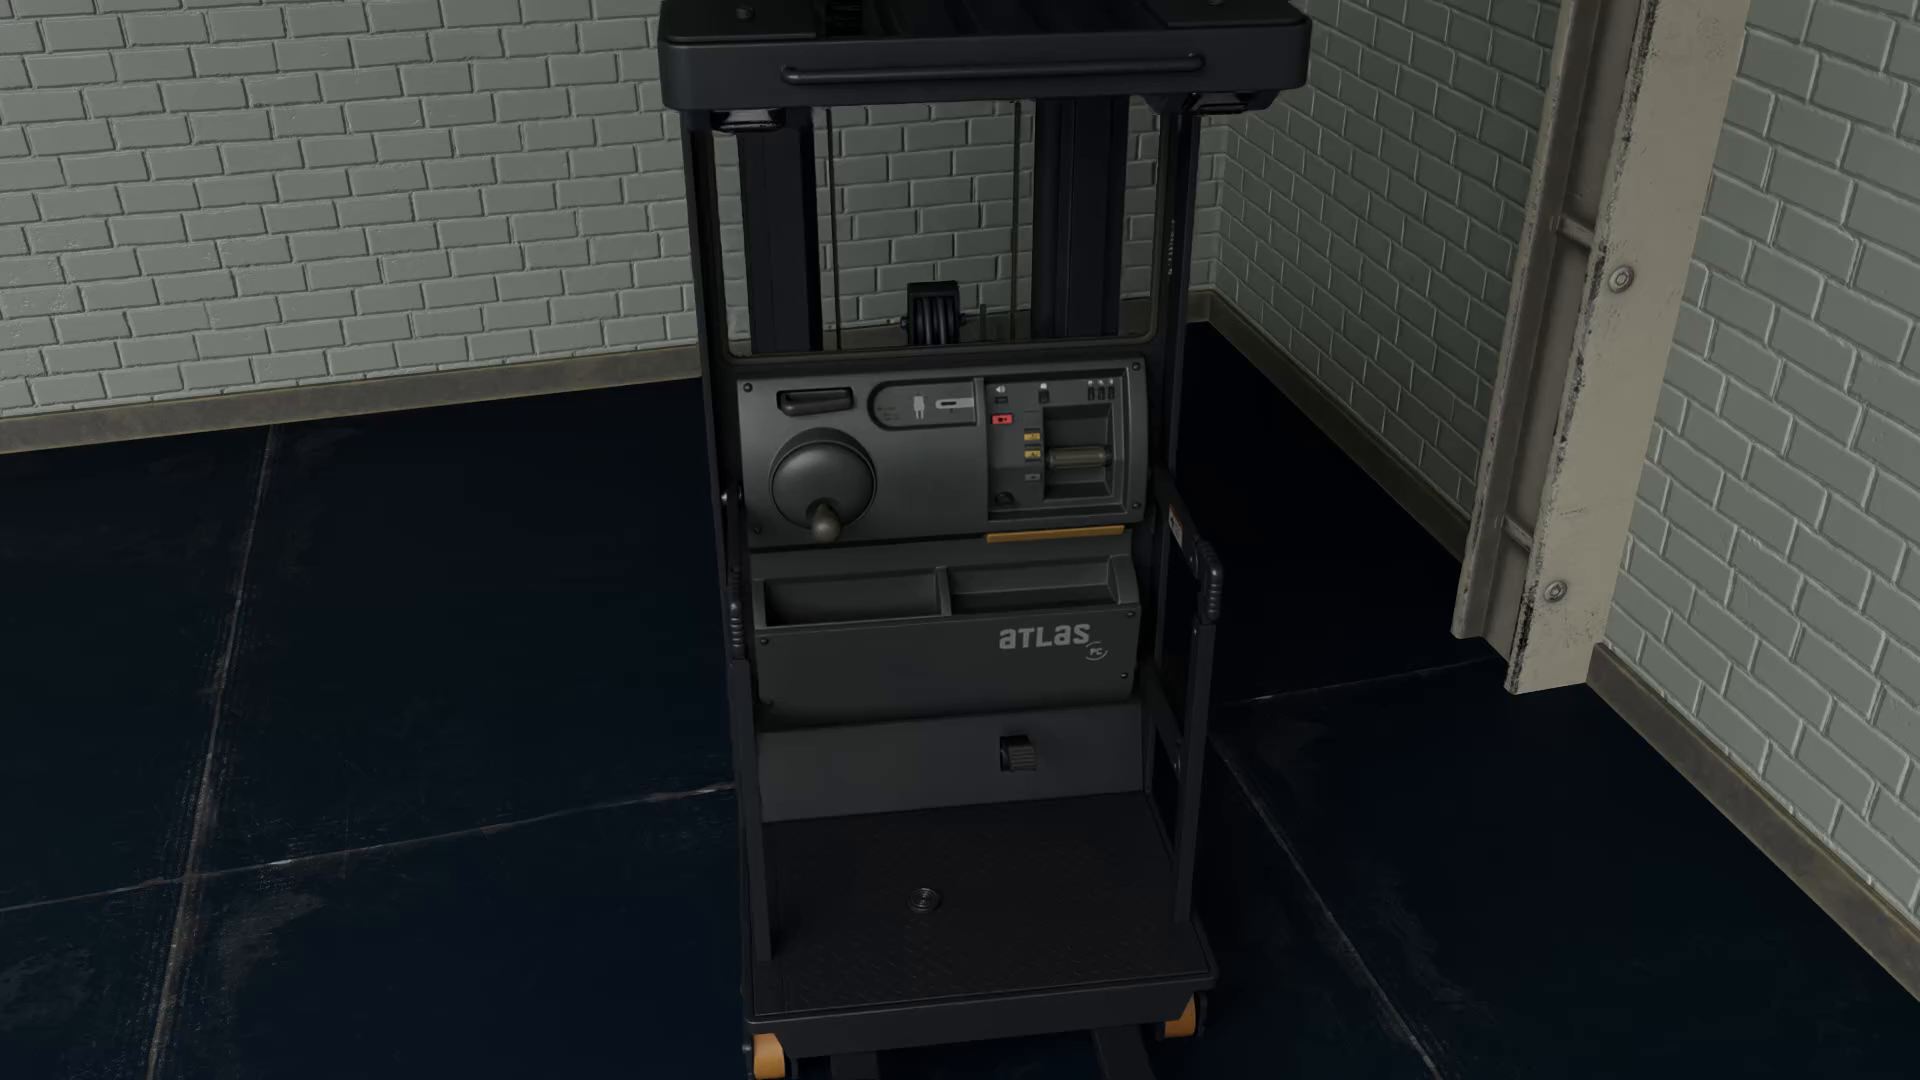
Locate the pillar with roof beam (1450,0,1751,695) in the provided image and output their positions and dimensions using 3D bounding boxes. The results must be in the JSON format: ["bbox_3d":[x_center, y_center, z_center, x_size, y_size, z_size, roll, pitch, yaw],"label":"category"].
[{"bbox_3d":[-2.268,-2.937,2.341,9.100,9.000,0.400,-8,31,-13],"label":"pillar with roof beam"}]

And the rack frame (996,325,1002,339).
[{"bbox_3d":[0.029,-0.336,5.933,0.240,0.900,0.006,-8,31,-13],"label":"rack frame"}]

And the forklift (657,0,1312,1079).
[{"bbox_3d":[-0.002,-0.159,3.599,1.130,2.935,3.031,-4,30,-7],"label":"forklift"}]

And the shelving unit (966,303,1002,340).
[{"bbox_3d":[0.002,-0.386,6.018,0.258,0.900,0.210,-8,31,-13],"label":"shelving unit"}]

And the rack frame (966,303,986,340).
[{"bbox_3d":[-0.025,-0.435,6.103,0.240,0.900,0.006,-8,31,-13],"label":"rack frame"}]
